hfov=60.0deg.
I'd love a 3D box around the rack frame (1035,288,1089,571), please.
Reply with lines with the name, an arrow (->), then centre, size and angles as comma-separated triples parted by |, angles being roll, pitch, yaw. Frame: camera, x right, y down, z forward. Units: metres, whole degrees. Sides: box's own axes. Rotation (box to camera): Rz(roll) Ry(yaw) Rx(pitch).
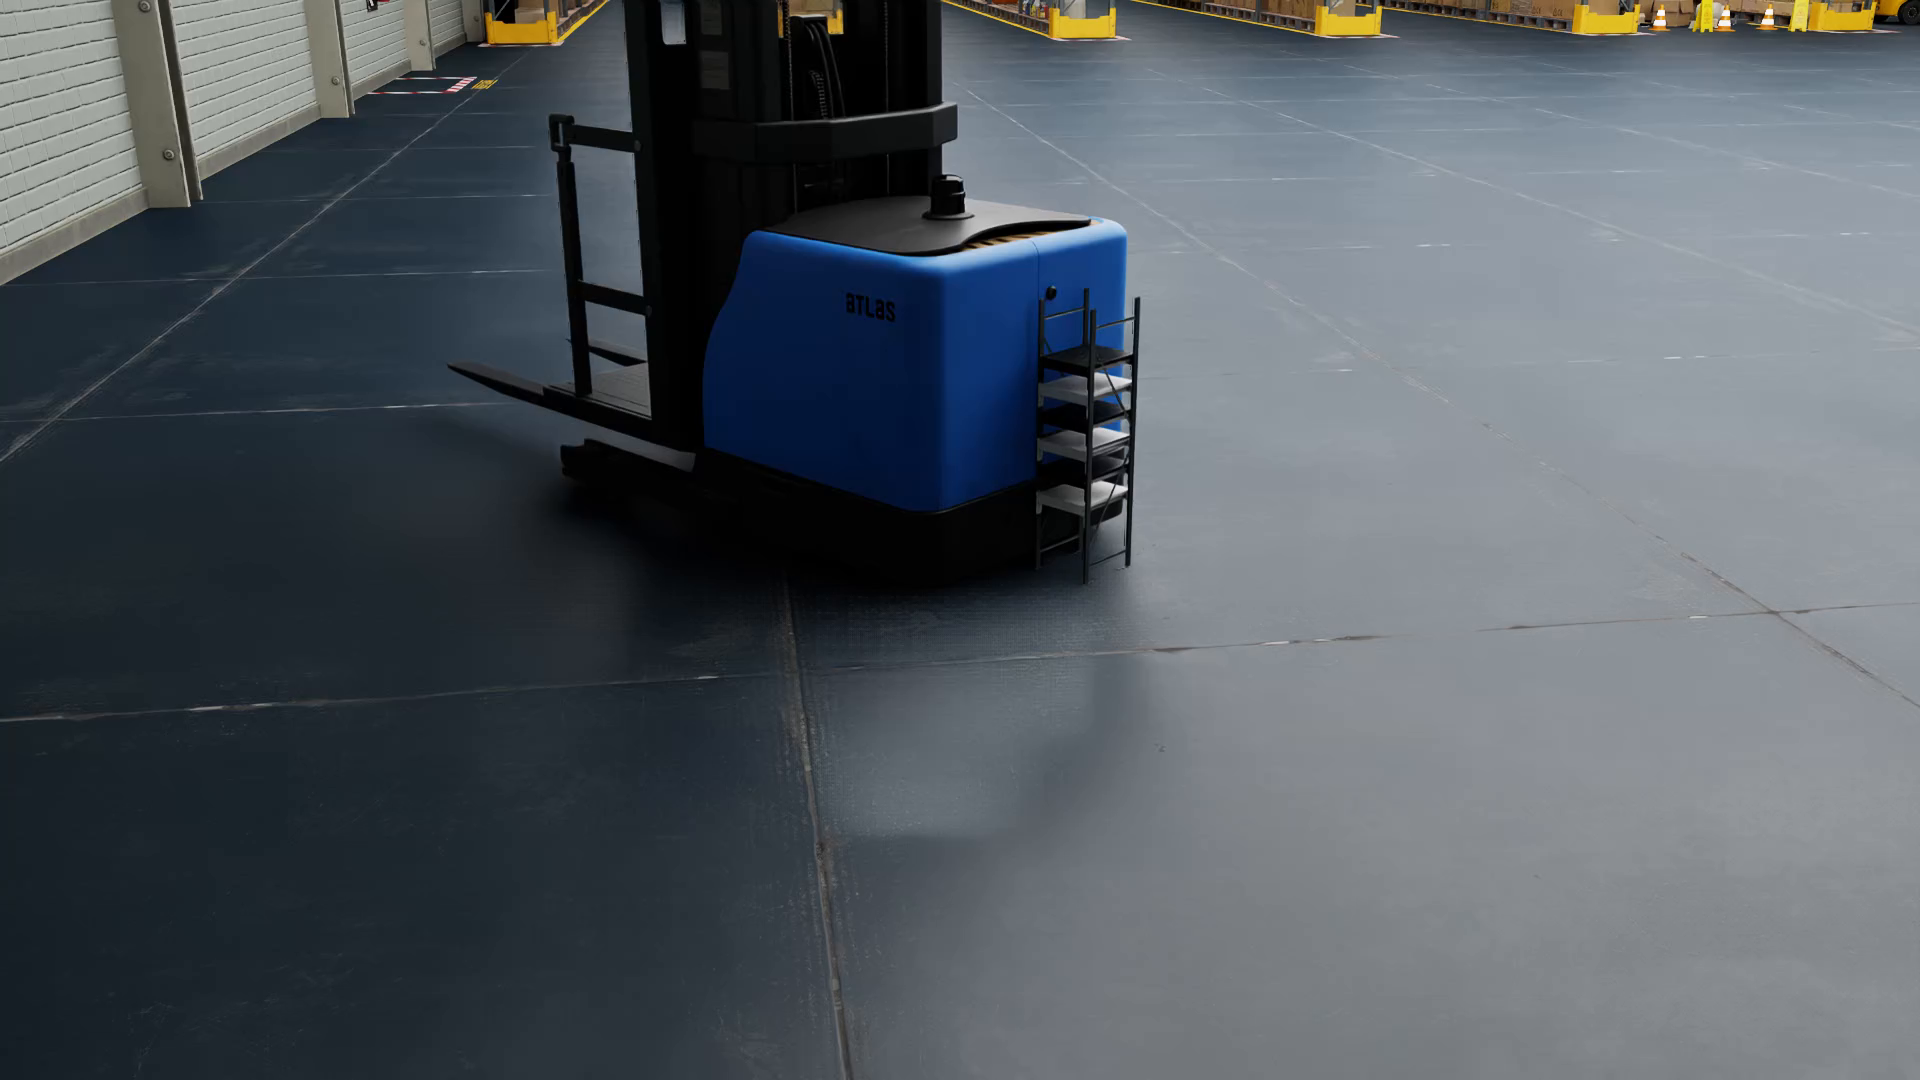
rack frame -> 0.328, -0.351, 5.371 | 0.006, 0.900, 0.240 | 18, 27, 40

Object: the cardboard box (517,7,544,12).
cardboard box -> -7.633, -9.358, 29.697 | 0.500, 0.311, 0.500 | -1, 21, -3

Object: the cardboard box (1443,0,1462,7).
cardboard box -> 11.197, -12.007, 36.191 | 1.050, 0.750, 0.750 | -3, 21, -8

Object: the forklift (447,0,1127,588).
forklift -> -0.856, -1.640, 5.919 | 3.031, 2.935, 1.130 | 18, 27, 40

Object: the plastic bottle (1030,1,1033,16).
plastic bottle -> 1.402, -10.363, 32.428 | 0.061, 0.283, 0.133 | -2, 21, -5

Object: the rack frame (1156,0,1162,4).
rack frame -> 5.434, -14.874, 41.252 | 1.000, 3.000, 0.127 | -3, 21, -8

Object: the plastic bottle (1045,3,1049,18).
plastic bottle -> 1.661, -10.111, 31.753 | 0.061, 0.283, 0.133 | -3, 21, -8

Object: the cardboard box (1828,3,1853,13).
cardboard box -> 17.128, -10.421, 32.659 | 0.500, 0.250, 0.500 | -3, 21, -8

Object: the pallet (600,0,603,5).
pallet -> -9.482, -13.509, 41.583 | 1.003, 0.211, 1.213 | -3, 21, -8

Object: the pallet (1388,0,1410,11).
pallet -> 10.823, -12.668, 39.333 | 1.003, 0.211, 1.213 | -3, 21, -8

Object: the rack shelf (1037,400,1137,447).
rack shelf -> 0.403, -0.380, 5.286 | 0.200, 0.077, 0.258 | 18, 27, 40

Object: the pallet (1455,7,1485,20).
pallet -> 11.325, -11.276, 35.605 | 1.003, 0.211, 1.213 | -3, 21, -8

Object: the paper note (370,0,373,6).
paper note -> -7.357, -6.756, 20.776 | 0.016, 0.148, 0.142 | -3, 21, -8

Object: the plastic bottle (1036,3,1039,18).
plastic bottle -> 1.535, -10.150, 31.868 | 0.152, 0.276, 0.135 | -3, 21, -9

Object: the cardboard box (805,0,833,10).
cardboard box -> -2.570, -9.851, 30.061 | 0.500, 0.500, 0.500 | -3, 21, -8

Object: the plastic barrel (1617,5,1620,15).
plastic barrel -> 13.192, -10.797, 34.019 | 0.512, 0.421, 0.421 | 12, 24, 30

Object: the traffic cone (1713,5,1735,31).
traffic cone -> 14.583, -9.941, 31.670 | 0.336, 0.463, 0.334 | -3, 21, -8

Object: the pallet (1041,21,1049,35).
pallet -> 2.094, -9.468, 30.765 | 1.003, 0.211, 1.213 | -3, 21, -8

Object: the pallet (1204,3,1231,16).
pallet -> 6.122, -11.912, 37.308 | 1.003, 0.211, 1.213 | -3, 21, -8

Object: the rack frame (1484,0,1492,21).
rack frame -> 11.510, -12.319, 34.412 | 1.000, 3.000, 0.127 | -3, 21, -8

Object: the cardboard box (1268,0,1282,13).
cardboard box -> 6.606, -10.989, 33.824 | 0.500, 0.500, 0.500 | -4, 21, -9

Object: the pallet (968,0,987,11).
pallet -> 0.782, -12.625, 39.217 | 1.003, 0.211, 1.213 | -3, 21, -8

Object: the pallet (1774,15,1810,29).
pallet -> 16.878, -10.222, 32.783 | 1.003, 0.211, 1.213 | -3, 21, -8

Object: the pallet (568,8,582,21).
pallet -> -8.583, -11.162, 35.301 | 1.003, 0.211, 1.213 | -3, 21, -8

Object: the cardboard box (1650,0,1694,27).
cardboard box -> 14.212, -10.530, 33.190 | 0.637, 0.503, 0.797 | 17, 27, 39

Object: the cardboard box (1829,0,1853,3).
cardboard box -> 17.124, -10.780, 32.550 | 0.500, 0.500, 0.500 | -4, 21, -10

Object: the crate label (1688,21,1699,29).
crate label -> 14.408, -10.057, 32.447 | 0.250, 0.136, 0.298 | -15, 25, -35

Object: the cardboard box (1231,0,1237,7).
cardboard box -> 6.309, -11.906, 36.249 | 0.700, 0.500, 0.500 | -1, 21, -3

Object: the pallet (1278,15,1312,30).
pallet -> 6.899, -10.144, 32.573 | 1.003, 0.211, 1.213 | -3, 21, -8

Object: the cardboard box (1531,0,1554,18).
cardboard box -> 11.795, -10.672, 32.438 | 0.875, 0.875, 0.875 | -3, 21, -9

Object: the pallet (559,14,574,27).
pallet -> -8.231, -10.318, 33.039 | 1.003, 0.211, 1.213 | -3, 21, -8

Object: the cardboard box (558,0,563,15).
cardboard box -> -8.240, -10.644, 32.870 | 0.700, 0.500, 0.500 | -2, 21, -6

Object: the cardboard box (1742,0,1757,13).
cardboard box -> 16.379, -10.927, 34.014 | 0.500, 0.250, 0.500 | -3, 21, -8

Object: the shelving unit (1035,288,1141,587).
shelving unit -> 0.403, -0.327, 5.306 | 0.210, 0.900, 0.258 | 18, 27, 40

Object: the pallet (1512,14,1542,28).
pallet -> 11.722, -10.322, 33.051 | 1.003, 0.211, 1.213 | -3, 21, -8

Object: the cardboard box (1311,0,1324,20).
cardboard box -> 6.971, -10.167, 31.623 | 0.500, 0.500, 0.500 | 2, 21, 6

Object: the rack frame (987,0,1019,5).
rack frame -> 1.110, -13.239, 36.876 | 1.000, 3.000, 0.127 | -3, 21, -8

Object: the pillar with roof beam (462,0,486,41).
pillar with roof beam -> -4.237, -13.196, 28.185 | 9.100, 9.000, 0.400 | -3, 21, -8

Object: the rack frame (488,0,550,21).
rack frame -> -7.541, -9.970, 28.122 | 1.000, 3.000, 0.127 | -3, 21, -8

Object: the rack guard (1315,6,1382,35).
rack guard -> 7.153, -9.574, 30.636 | 1.175, 0.500, 0.348 | -3, 21, -8
